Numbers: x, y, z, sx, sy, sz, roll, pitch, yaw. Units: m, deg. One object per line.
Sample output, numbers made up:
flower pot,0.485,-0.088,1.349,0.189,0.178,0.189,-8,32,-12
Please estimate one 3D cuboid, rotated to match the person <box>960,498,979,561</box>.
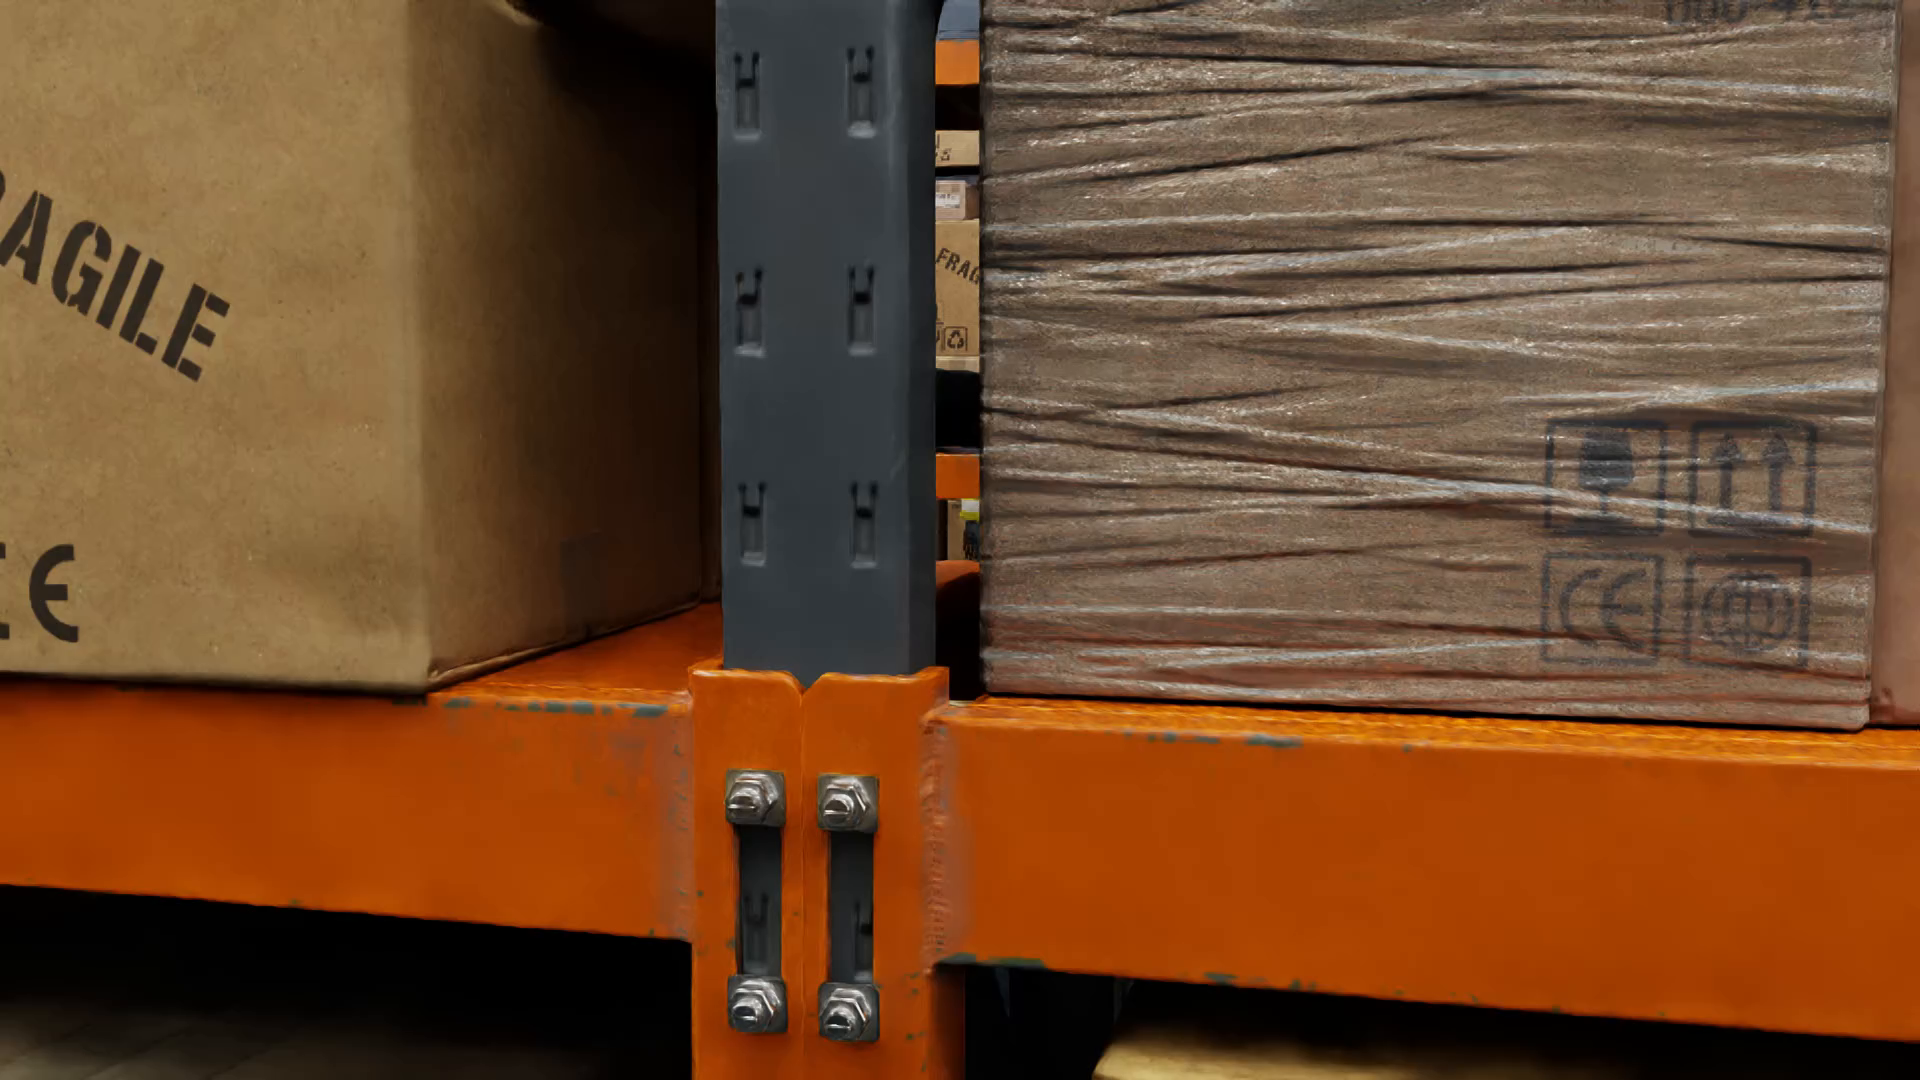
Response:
person,0.134,-0.081,8.379,0.568,1.757,0.614,-2,5,-19
